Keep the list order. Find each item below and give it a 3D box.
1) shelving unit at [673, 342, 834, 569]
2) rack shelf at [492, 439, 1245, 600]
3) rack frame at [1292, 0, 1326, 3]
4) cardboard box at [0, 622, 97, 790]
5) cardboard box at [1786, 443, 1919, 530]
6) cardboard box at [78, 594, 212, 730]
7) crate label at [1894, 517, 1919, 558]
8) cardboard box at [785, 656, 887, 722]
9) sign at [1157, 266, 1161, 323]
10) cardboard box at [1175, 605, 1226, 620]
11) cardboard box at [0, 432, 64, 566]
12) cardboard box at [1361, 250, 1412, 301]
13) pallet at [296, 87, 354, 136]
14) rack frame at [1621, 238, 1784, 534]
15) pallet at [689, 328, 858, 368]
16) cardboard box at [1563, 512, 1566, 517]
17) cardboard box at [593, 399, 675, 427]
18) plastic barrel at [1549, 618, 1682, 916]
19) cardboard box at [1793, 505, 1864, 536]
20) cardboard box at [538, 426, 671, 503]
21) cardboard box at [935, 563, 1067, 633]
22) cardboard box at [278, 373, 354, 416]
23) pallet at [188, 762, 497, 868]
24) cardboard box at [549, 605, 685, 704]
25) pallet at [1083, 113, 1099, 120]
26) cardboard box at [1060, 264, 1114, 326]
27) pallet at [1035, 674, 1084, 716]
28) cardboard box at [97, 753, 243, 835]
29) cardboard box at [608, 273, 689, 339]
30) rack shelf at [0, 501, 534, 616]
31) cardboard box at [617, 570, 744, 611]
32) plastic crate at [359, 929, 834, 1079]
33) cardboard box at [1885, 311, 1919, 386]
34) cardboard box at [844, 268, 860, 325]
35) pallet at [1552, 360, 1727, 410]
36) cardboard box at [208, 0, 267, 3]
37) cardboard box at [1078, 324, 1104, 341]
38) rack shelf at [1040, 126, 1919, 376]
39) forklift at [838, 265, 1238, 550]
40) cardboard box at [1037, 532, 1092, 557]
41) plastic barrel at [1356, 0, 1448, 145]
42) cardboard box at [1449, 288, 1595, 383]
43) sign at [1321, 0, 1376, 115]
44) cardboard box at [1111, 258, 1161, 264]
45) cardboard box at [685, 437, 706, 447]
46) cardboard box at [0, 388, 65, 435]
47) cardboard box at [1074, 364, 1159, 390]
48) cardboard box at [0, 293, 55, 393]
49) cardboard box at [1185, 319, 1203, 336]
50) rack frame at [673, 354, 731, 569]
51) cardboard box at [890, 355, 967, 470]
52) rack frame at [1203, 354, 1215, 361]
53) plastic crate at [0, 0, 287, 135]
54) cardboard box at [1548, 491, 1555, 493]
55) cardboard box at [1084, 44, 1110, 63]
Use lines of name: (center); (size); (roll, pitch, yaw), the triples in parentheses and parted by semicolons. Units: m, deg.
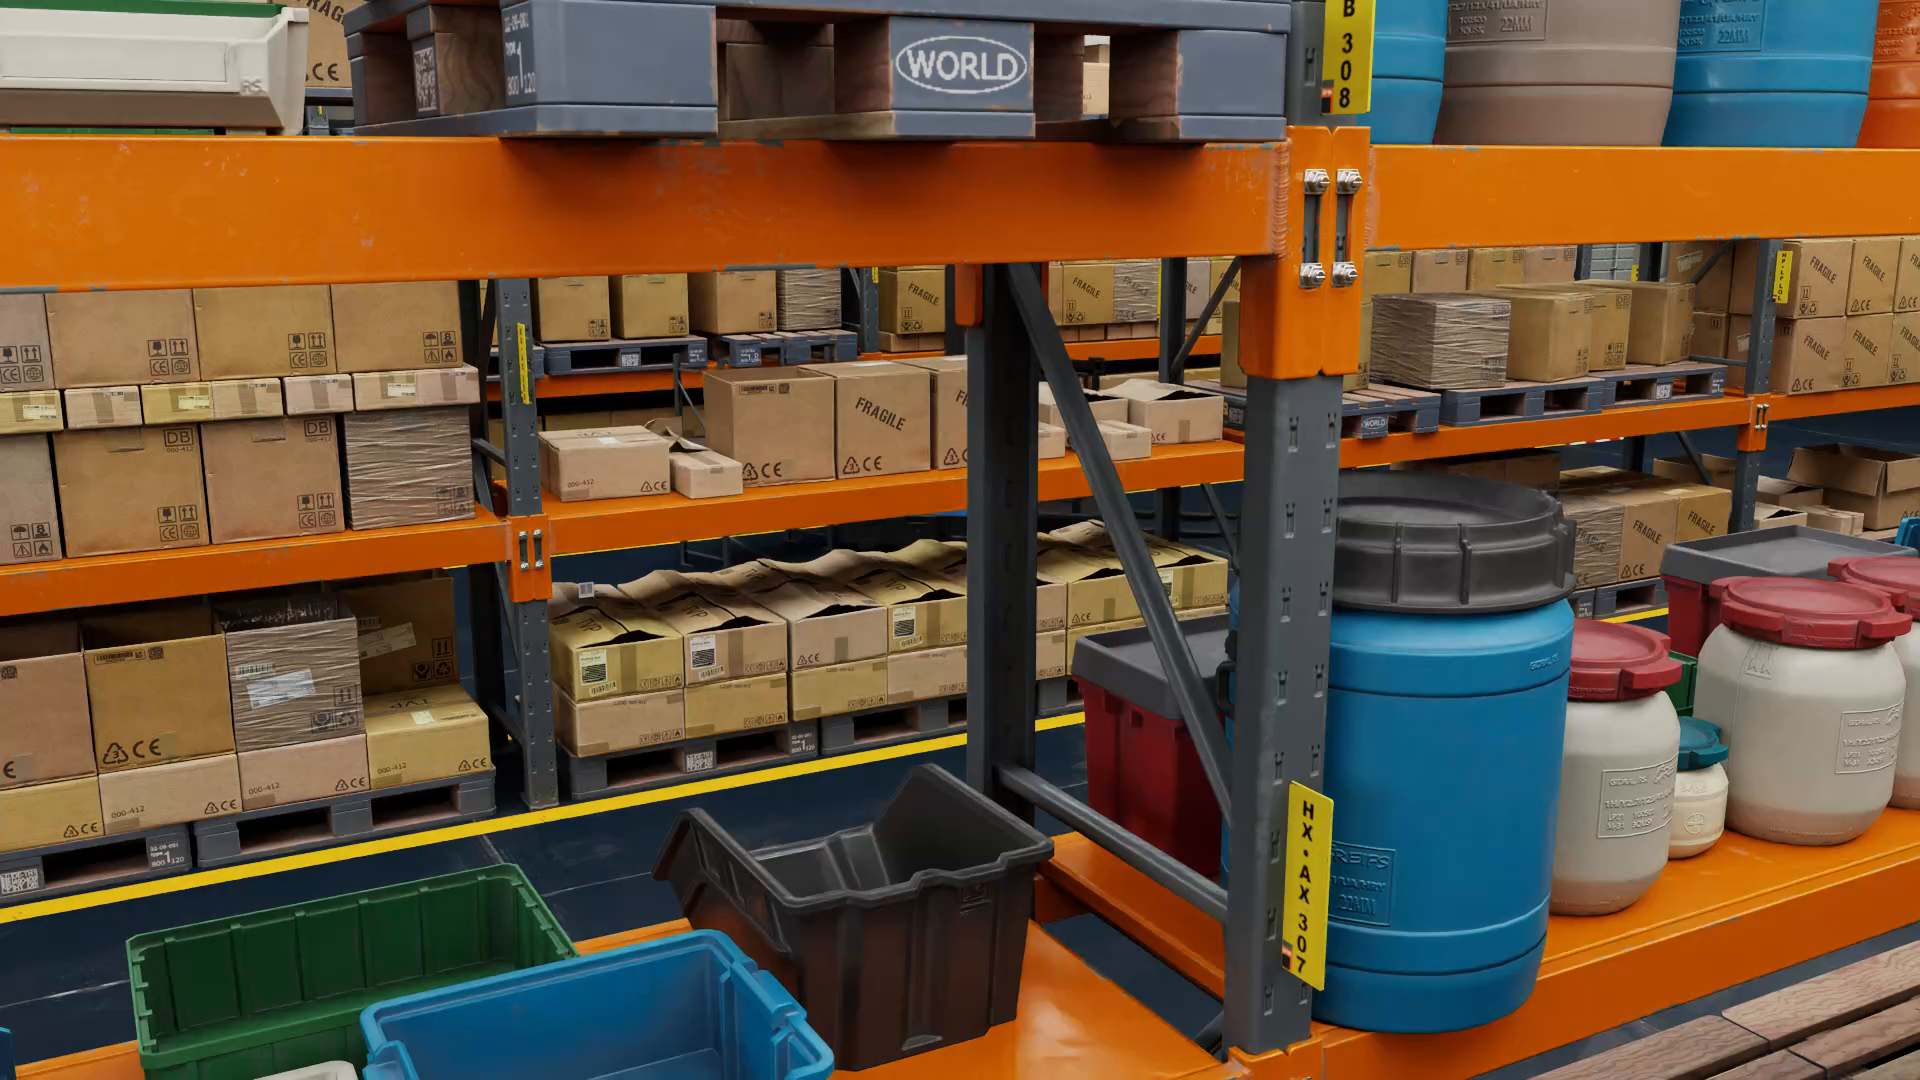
shelving unit: (-1.456, -0.607, 11.890); (0.538, 1.500, 1.048); (11, 16, 39)
rack shelf: (-0.311, -0.230, 8.439); (4.000, 0.370, 1.077); (-7, 14, -28)
rack frame: (0.304, -2.343, 2.523); (0.127, 3.000, 1.000); (-7, 14, -28)
cardboard box: (-3.682, 0.650, 6.488); (0.500, 0.500, 0.500); (-7, 14, -28)
cardboard box: (6.602, -0.408, 12.273); (0.637, 0.503, 0.797); (-7, 14, -28)
cardboard box: (-3.501, 0.493, 7.183); (0.500, 0.500, 0.500); (-7, 14, -28)
crate label: (2.813, 0.198, 4.815); (0.616, 0.435, 0.502); (-7, 14, -28)
cardboard box: (-0.691, 0.662, 8.140); (0.500, 0.250, 0.500); (-7, 15, -30)
sign: (1.176, -1.422, 9.637); (0.005, 0.325, 0.100); (-7, 14, -28)
cardboard box: (1.100, 0.447, 9.096); (0.500, 0.250, 0.500); (-6, 14, -27)
cardboard box: (-3.804, -0.209, 6.478); (0.500, 0.500, 0.700); (-6, 14, -26)
cardboard box: (3.706, -2.443, 15.948); (0.700, 0.700, 0.980); (-7, 15, -29)
pallet: (-2.802, -1.696, 6.685); (1.213, 0.211, 1.003); (-7, 14, -28)
rack frame: (4.956, -1.213, 11.165); (0.127, 3.000, 1.000); (-7, 14, -28)
pallet: (-1.507, -1.557, 13.132); (1.003, 0.211, 1.213); (-7, 14, -28)
cardboard box: (3.336, 0.056, 10.218); (0.500, 0.500, 0.500); (-7, 15, -30)
cardboard box: (-2.518, -0.918, 12.841); (0.500, 0.250, 0.500); (-7, 14, -28)
plastic barrel: (1.249, 0.459, 3.427); (0.433, 0.535, 0.433); (0, 13, 0)
cardboard box: (6.182, -0.140, 11.852); (0.250, 0.166, 0.380); (-7, 14, -28)
cardboard box: (-1.655, -0.358, 7.709); (0.500, 0.250, 0.500); (-6, 14, -24)
cardboard box: (0.206, 0.282, 8.552); (0.500, 0.311, 0.500); (-7, 14, -28)
cardboard box: (-2.649, -0.613, 6.794); (0.250, 0.149, 0.380); (-7, 15, -30)
pallet: (-2.784, 1.065, 7.396); (1.213, 0.211, 1.003); (-7, 14, -28)
cardboard box: (-1.584, 0.497, 7.600); (0.500, 0.311, 0.500); (-7, 14, -28)
pallet: (-0.088, -1.956, 8.068); (1.213, 0.211, 1.003); (-6, 14, -25)
cardboard box: (0.970, -2.113, 14.215); (0.500, 0.500, 0.500); (-6, 14, -26)
pallet: (0.703, 0.648, 9.250); (1.213, 0.211, 1.003); (-7, 14, -28)
cardboard box: (-3.244, 0.963, 6.806); (0.500, 0.250, 0.500); (-7, 14, -28)
cardboard box: (-2.423, -1.823, 12.646); (0.500, 0.500, 0.700); (-7, 14, -28)
rack shelf: (-3.822, 0.190, 6.569); (4.000, 0.370, 1.077); (-7, 14, -28)
cardboard box: (-1.394, 0.338, 8.303); (0.500, 0.311, 0.500); (-6, 14, -26)
plastic crate: (-0.537, 0.825, 2.448); (0.616, 0.251, 0.499); (-7, 14, -28)
cardboard box: (6.422, -1.369, 11.633); (0.500, 0.500, 0.500); (-7, 14, -28)
cardboard box: (-0.644, -2.050, 13.936); (0.500, 0.500, 0.500); (-7, 14, -28)
pallet: (4.202, -1.056, 10.906); (1.213, 0.211, 1.003); (-7, 14, -28)
cardboard box: (-4.753, -3.230, 10.747); (0.500, 0.500, 0.500); (-8, 15, -33)
cardboard box: (1.043, -1.813, 14.359); (0.250, 0.149, 0.380); (-6, 14, -26)
rack shelf: (2.059, -0.739, 3.867); (4.000, 0.370, 1.077); (-7, 14, -28)
forklift: (0.668, -1.386, 12.091); (3.031, 2.935, 1.130); (3, 13, 11)
cardboard box: (0.387, 0.127, 9.243); (0.500, 0.311, 0.500); (-7, 15, -29)
plastic barrel: (0.646, -1.219, 3.221); (0.708, 0.901, 0.600); (-7, 14, -28)
cardboard box: (3.435, -1.268, 10.229); (0.500, 0.500, 0.700); (-12, 17, -42)
sign: (0.558, -0.777, 2.375); (0.005, 0.325, 0.100); (-7, 14, -28)
cardboard box: (1.390, -2.532, 14.370); (0.500, 0.250, 0.500); (-7, 14, -27)
cardboard box: (-2.047, -0.624, 13.239); (0.500, 0.500, 0.700); (-7, 14, -28)
cardboard box: (-3.549, -0.504, 6.314); (0.250, 0.149, 0.380); (-6, 14, -26)
cardboard box: (1.292, -1.135, 14.762); (0.750, 0.750, 0.750); (-6, 14, -26)
cardboard box: (-3.774, -0.846, 6.355); (0.500, 0.500, 0.700); (-7, 14, -28)
cardboard box: (1.959, -1.914, 14.810); (0.250, 0.149, 0.380); (-6, 14, -26)
rack frame: (-1.785, -0.522, 11.512); (0.500, 1.500, 0.032); (11, 16, 39)
cardboard box: (-0.020, -0.661, 8.486); (0.500, 0.500, 0.500); (-8, 15, -31)
rack frame: (2.579, -2.167, 15.405); (0.127, 3.000, 1.000); (-7, 14, -28)
plastic crate: (-1.211, -0.662, 2.372); (0.450, 0.188, 0.336); (-7, 14, -28)
cardboard box: (3.509, -0.094, 10.888); (0.500, 0.500, 0.500); (-7, 14, -27)
cardboard box: (1.266, -4.131, 14.364); (0.500, 0.250, 0.500); (-7, 15, -30)
